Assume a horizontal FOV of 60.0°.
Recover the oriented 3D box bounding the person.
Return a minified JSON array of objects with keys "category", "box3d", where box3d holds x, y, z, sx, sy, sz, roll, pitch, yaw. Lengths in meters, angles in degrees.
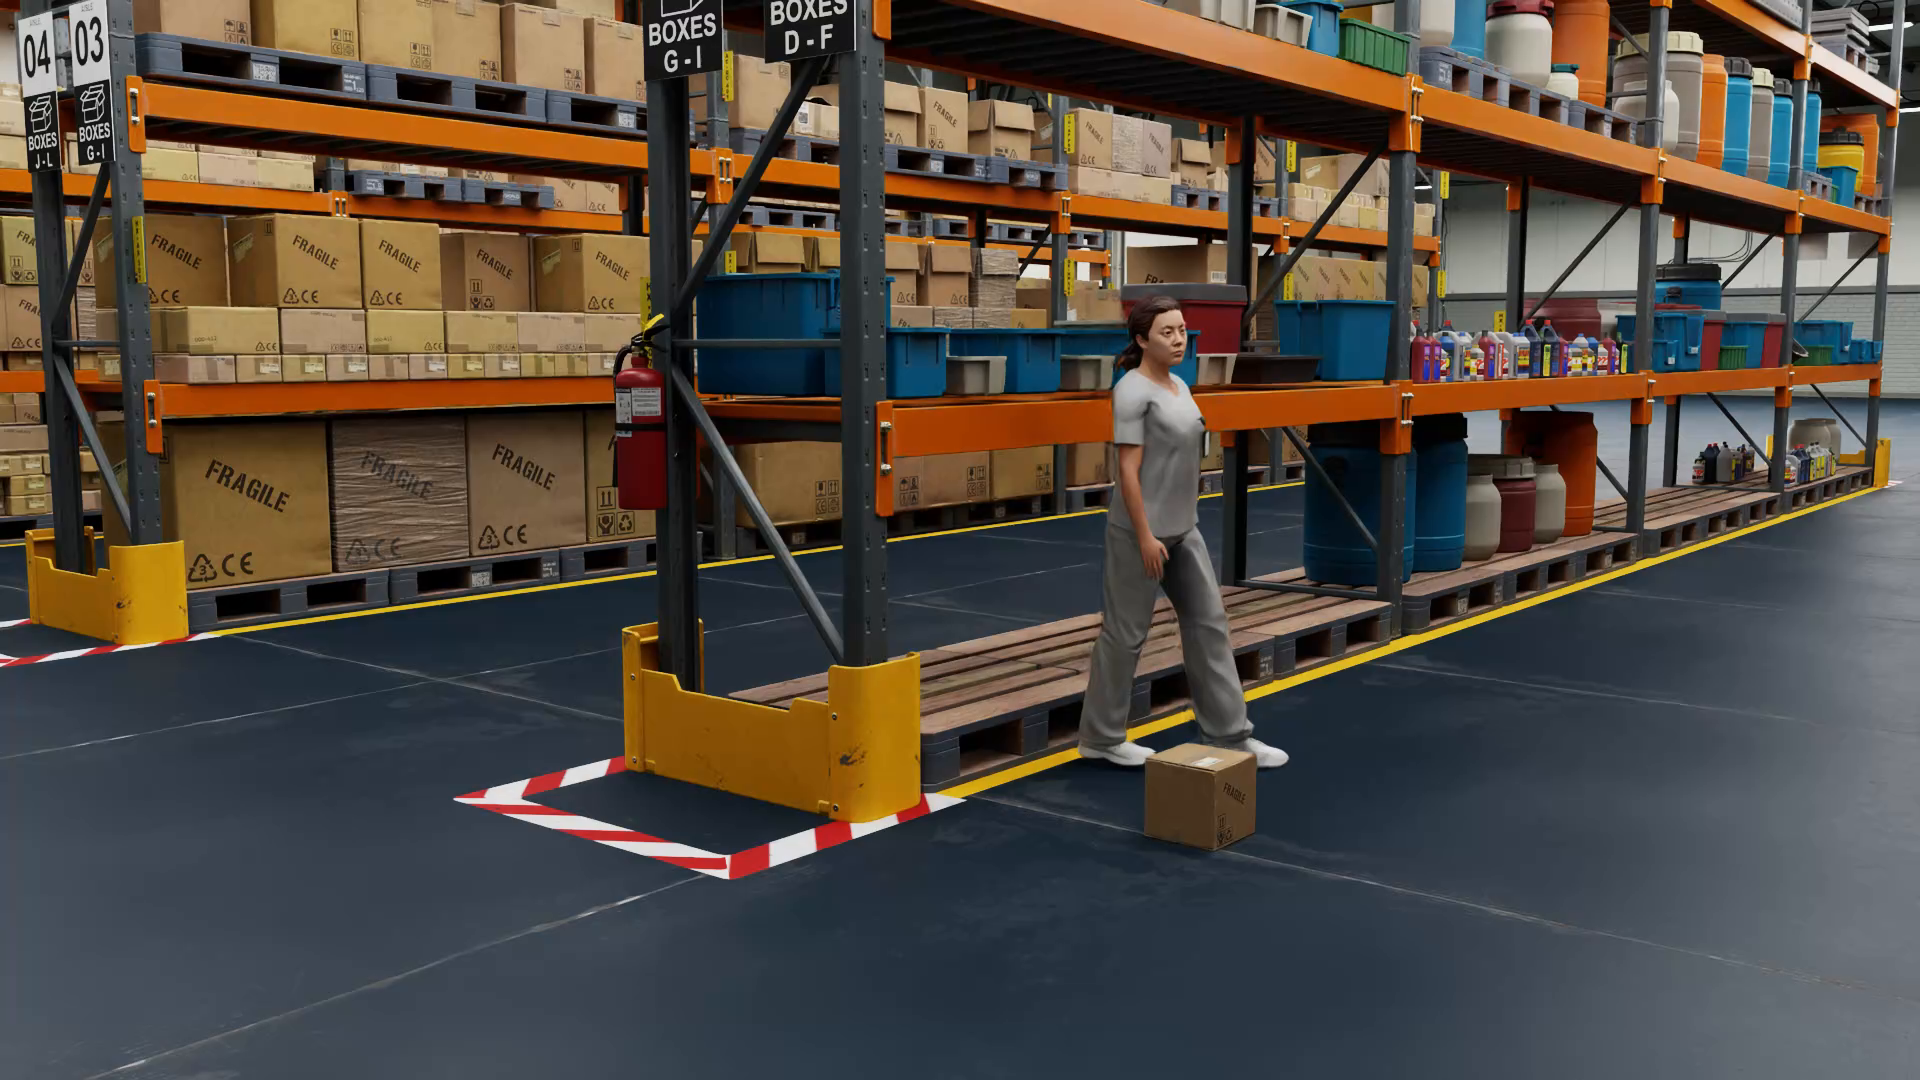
[{"category":"person","box3d":[0.749,-0.022,5.813,0.674,1.659,0.545,5,9,38]}]
